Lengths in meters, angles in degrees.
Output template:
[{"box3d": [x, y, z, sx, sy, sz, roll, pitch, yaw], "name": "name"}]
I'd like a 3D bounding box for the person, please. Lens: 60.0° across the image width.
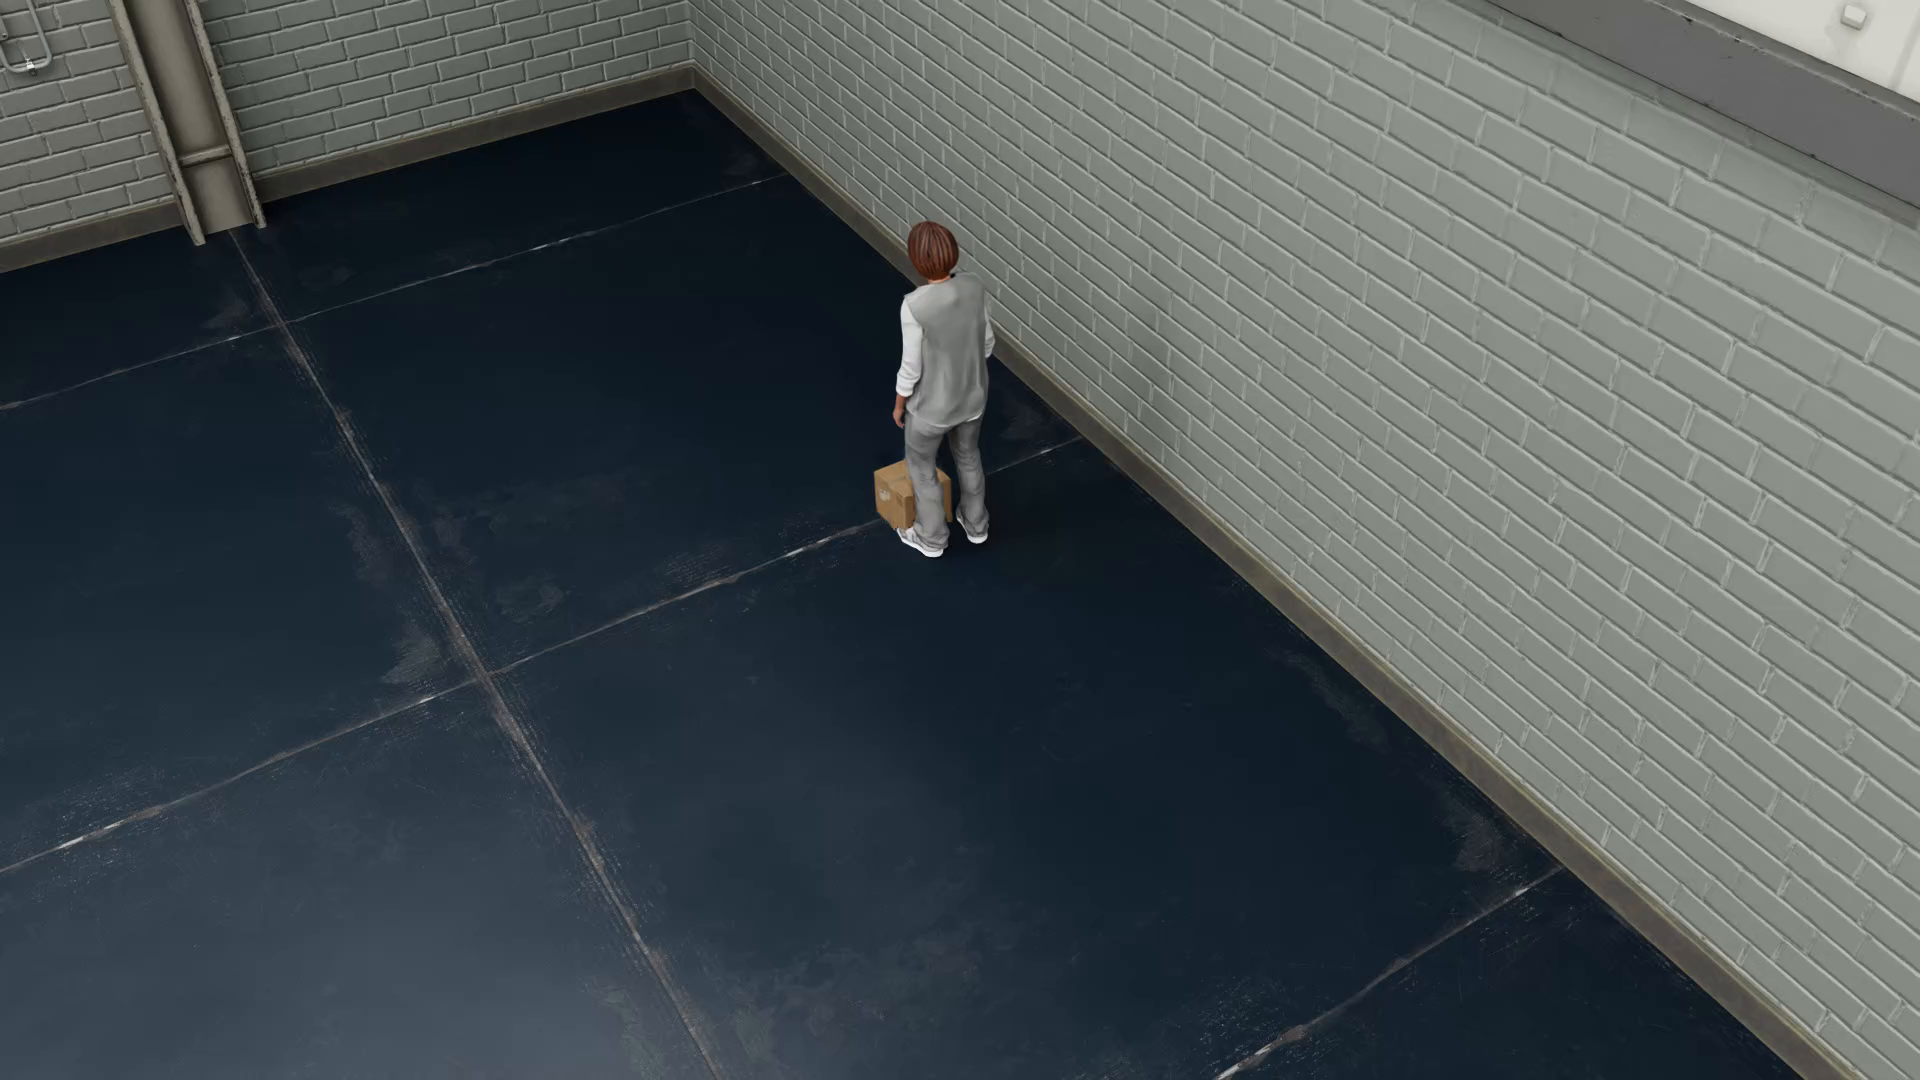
[{"box3d": [-0.075, -0.582, 6.836, 0.460, 1.582, 0.374, -24, 47, -25], "name": "person"}]
